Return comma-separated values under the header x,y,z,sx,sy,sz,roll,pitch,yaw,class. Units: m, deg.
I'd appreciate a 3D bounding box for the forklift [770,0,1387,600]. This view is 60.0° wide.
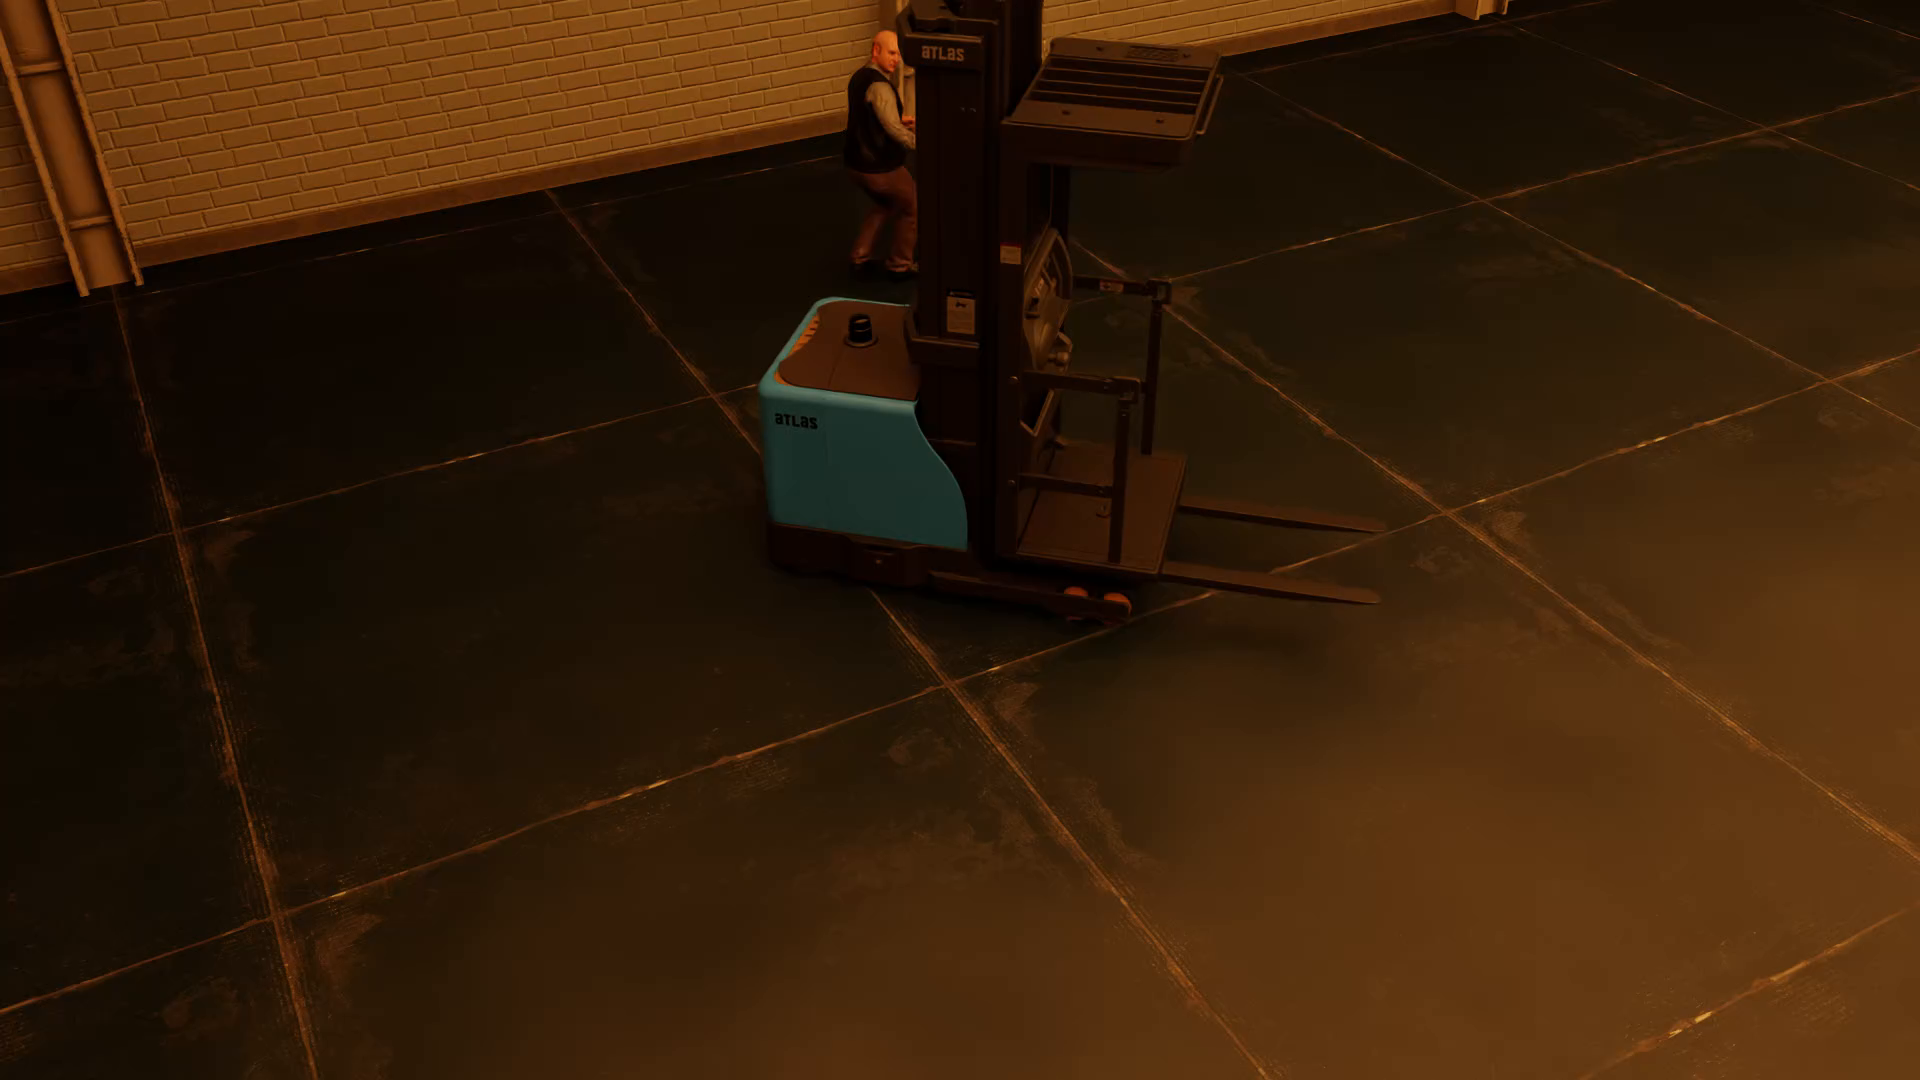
x,y,z,sx,sy,sz,roll,pitch,yaw,class
0.614,-1.210,7.834,3.031,2.935,1.130,-1,35,-1,forklift

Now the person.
x,y,z,sx,sy,sz,roll,pitch,yaw,class
-0.500,-2.503,10.777,0.524,1.676,0.753,-14,38,-19,person
